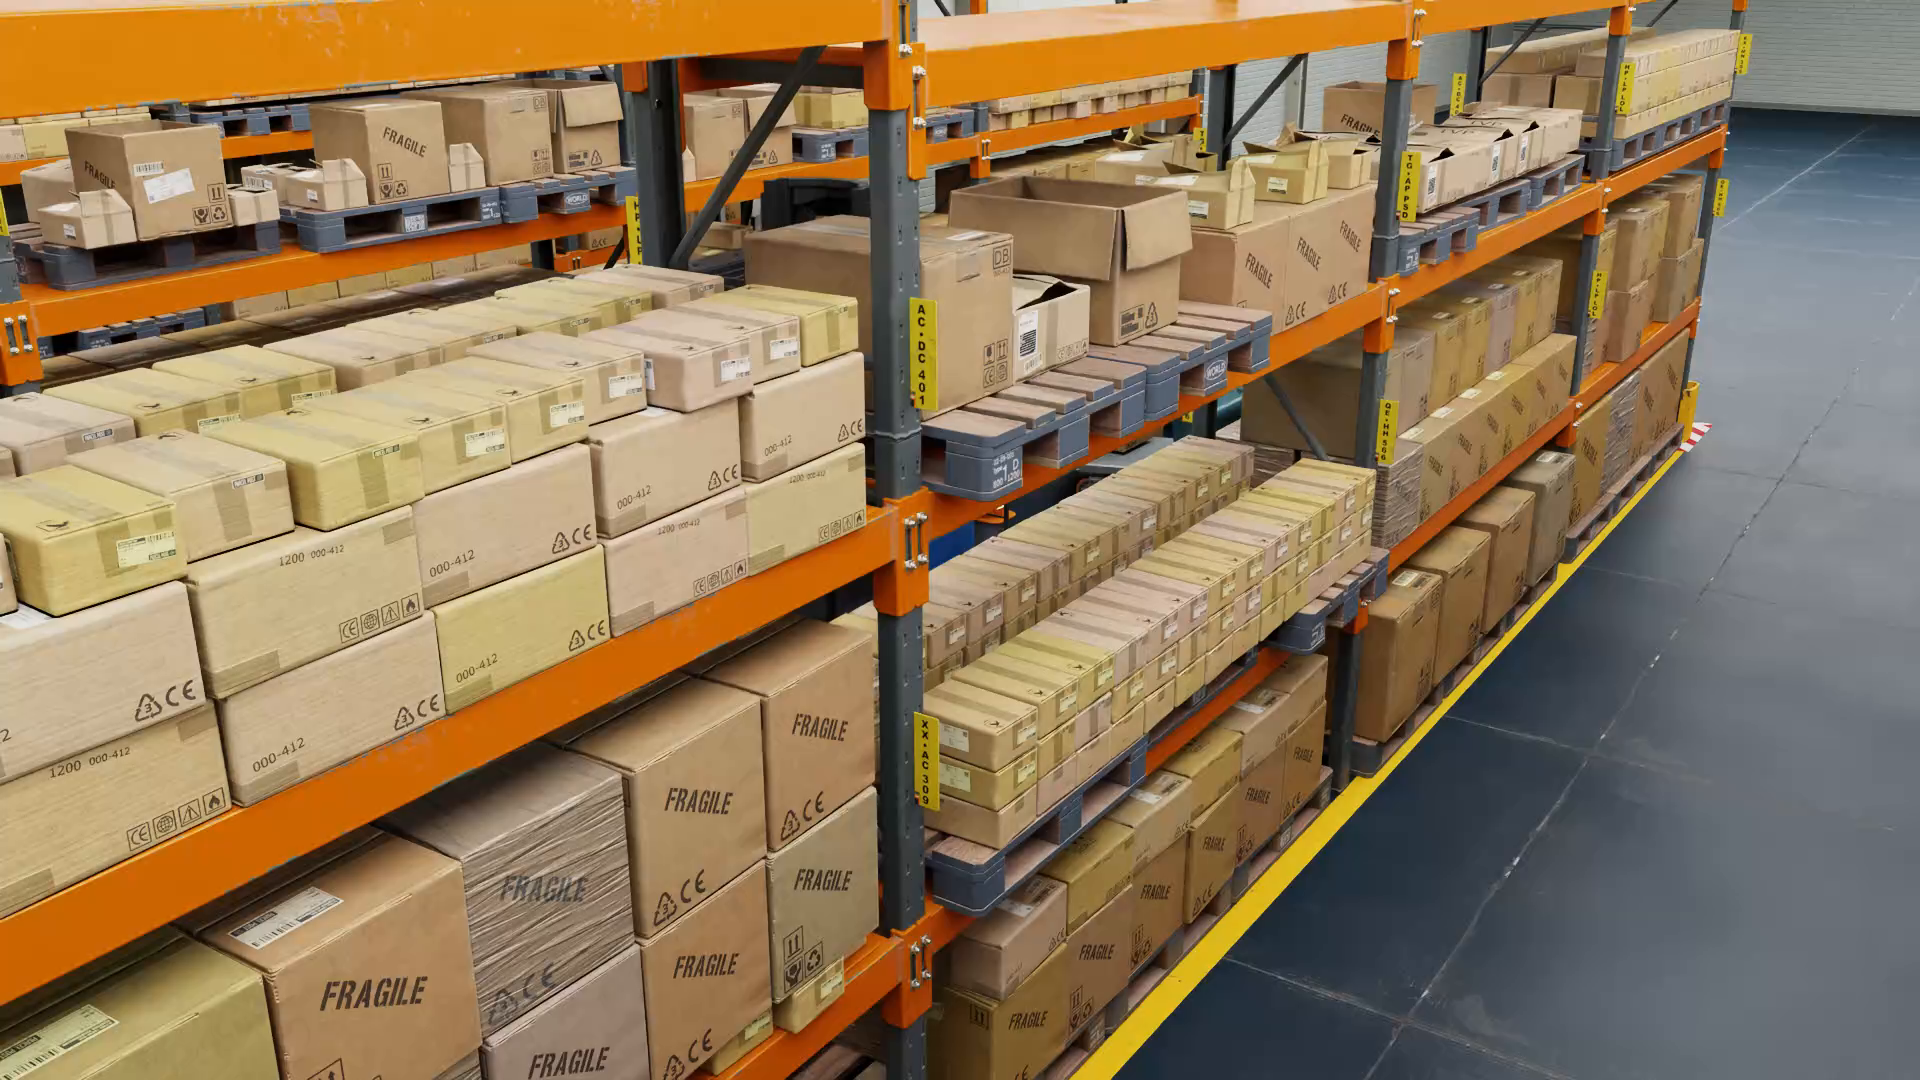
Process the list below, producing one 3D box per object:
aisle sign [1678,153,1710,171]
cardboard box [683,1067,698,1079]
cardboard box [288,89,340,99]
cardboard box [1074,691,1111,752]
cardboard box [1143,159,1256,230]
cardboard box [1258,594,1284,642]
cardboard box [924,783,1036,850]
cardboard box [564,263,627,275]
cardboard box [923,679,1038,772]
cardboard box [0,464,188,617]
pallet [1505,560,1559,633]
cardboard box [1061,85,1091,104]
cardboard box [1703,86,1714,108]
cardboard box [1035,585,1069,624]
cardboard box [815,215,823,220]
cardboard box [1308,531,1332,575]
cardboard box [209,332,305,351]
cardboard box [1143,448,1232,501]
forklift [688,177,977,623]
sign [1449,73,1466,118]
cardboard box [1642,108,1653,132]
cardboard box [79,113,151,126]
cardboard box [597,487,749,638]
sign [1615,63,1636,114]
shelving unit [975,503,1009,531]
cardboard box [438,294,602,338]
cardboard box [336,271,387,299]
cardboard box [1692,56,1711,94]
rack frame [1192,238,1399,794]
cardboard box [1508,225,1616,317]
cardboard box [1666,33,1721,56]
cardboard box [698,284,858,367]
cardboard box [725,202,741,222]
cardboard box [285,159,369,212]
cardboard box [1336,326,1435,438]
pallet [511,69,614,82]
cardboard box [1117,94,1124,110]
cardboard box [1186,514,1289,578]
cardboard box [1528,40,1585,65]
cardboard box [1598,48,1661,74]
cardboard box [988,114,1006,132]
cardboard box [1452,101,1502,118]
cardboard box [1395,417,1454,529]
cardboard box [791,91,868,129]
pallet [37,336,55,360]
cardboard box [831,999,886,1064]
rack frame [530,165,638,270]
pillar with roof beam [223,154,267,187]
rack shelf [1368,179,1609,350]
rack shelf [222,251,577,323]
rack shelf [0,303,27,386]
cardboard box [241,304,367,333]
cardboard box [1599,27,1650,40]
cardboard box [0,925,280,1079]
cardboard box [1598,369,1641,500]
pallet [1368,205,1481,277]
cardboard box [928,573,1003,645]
[{"bbox_3d":[6.472,-3.617,14.472,0.394,0.787,0.004,13,24,32],"label":"aisle sign"},{"bbox_3d":[-0.985,1.474,4.820,0.380,0.149,0.250,13,24,30],"label":"cardboard box"},{"bbox_3d":[-5.762,-4.066,14.216,0.700,0.500,0.500,13,24,31],"label":"cardboard box"},{"bbox_3d":[0.329,0.616,6.103,0.380,0.149,0.250,14,24,33],"label":"cardboard box"},{"bbox_3d":[0.968,-1.413,6.691,0.396,0.266,0.258,13,24,32],"label":"cardboard box"},{"bbox_3d":[1.211,0.305,7.374,0.380,0.149,0.250,12,23,29],"label":"cardboard box"},{"bbox_3d":[0.040,0.905,5.752,0.380,0.149,0.250,12,23,29],"label":"cardboard box"},{"bbox_3d":[-2.438,-1.645,11.710,0.500,0.500,0.500,12,24,30],"label":"cardboard box"},{"bbox_3d":[0.040,0.626,5.649,0.380,0.149,0.250,15,25,35],"label":"cardboard box"},{"bbox_3d":[-1.647,-0.006,3.055,0.380,0.149,0.250,14,25,33],"label":"cardboard box"},{"bbox_3d":[3.564,0.256,11.769,1.003,0.211,1.213,13,24,32],"label":"pallet"},{"bbox_3d":[0.833,-4.064,14.892,0.500,0.250,0.500,14,24,32],"label":"cardboard box"},{"bbox_3d":[5.849,-3.589,13.432,0.380,0.149,0.250,14,24,32],"label":"cardboard box"},{"bbox_3d":[0.237,0.257,7.074,0.380,0.149,0.250,13,24,32],"label":"cardboard box"},{"bbox_3d":[-1.298,-2.514,13.125,0.380,0.149,0.250,15,25,35],"label":"cardboard box"},{"bbox_3d":[1.491,0.024,7.703,0.380,0.149,0.250,14,24,33],"label":"cardboard box"},{"bbox_3d":[-3.680,-0.810,9.045,0.500,0.500,0.500,13,24,31],"label":"cardboard box"},{"bbox_3d":[1.118,-0.326,8.222,0.380,0.149,0.250,13,24,30],"label":"cardboard box"},{"bbox_3d":[-1.085,-0.707,10.452,1.130,2.935,3.031,12,23,30],"label":"forklift"},{"bbox_3d":[3.475,-3.082,11.591,0.100,0.325,0.005,13,24,32],"label":"sign"},{"bbox_3d":[4.706,-3.005,11.854,0.380,0.149,0.250,13,24,32],"label":"cardboard box"},{"bbox_3d":[-6.659,-3.186,12.946,0.500,0.250,0.500,12,24,30],"label":"cardboard box"},{"bbox_3d":[-0.905,0.005,4.319,0.500,0.250,0.500,13,24,32],"label":"cardboard box"},{"bbox_3d":[4.390,-2.982,10.980,0.100,0.325,0.005,13,24,32],"label":"sign"},{"bbox_3d":[0.004,-0.705,12.510,0.431,1.500,0.755,13,24,32],"label":"shelving unit"},{"bbox_3d":[-1.200,-0.560,4.552,0.380,0.149,0.250,13,24,31],"label":"cardboard box"},{"bbox_3d":[-5.549,-2.346,14.998,0.500,0.250,0.500,12,24,30],"label":"cardboard box"},{"bbox_3d":[5.575,-3.673,13.087,0.500,0.250,0.500,13,24,32],"label":"cardboard box"},{"bbox_3d":[1.687,-0.140,8.821,1.000,3.000,0.127,13,24,32],"label":"rack frame"},{"bbox_3d":[4.171,-1.964,11.978,0.875,0.550,0.550,13,24,32],"label":"cardboard box"},{"bbox_3d":[5.845,-3.960,13.287,0.380,0.149,0.250,14,24,33],"label":"cardboard box"},{"bbox_3d":[-0.511,-0.608,4.681,0.380,0.149,0.250,12,23,29],"label":"cardboard box"},{"bbox_3d":[-2.721,-3.899,18.839,0.500,0.500,0.500,13,24,31],"label":"cardboard box"},{"bbox_3d":[-3.396,-1.926,8.912,0.396,0.266,0.258,16,25,36],"label":"cardboard box"},{"bbox_3d":[2.230,-0.928,9.366,0.700,0.500,0.500,13,24,31],"label":"cardboard box"},{"bbox_3d":[-3.865,-4.806,17.239,1.003,0.211,1.213,13,24,32],"label":"pallet"},{"bbox_3d":[1.321,-4.142,15.678,0.380,0.149,0.250,13,24,30],"label":"cardboard box"},{"bbox_3d":[1.213,0.024,7.277,0.380,0.149,0.250,13,24,32],"label":"cardboard box"},{"bbox_3d":[4.446,-3.653,12.456,0.380,0.149,0.250,13,24,32],"label":"cardboard box"},{"bbox_3d":[4.706,-3.379,11.716,0.380,0.149,0.250,13,24,31],"label":"cardboard box"},{"bbox_3d":[0.167,-3.555,14.092,0.380,0.149,0.250,13,24,31],"label":"cardboard box"},{"bbox_3d":[3.389,-2.751,11.000,0.258,0.266,0.396,13,24,31],"label":"cardboard box"},{"bbox_3d":[2.446,-0.410,9.405,0.500,0.500,0.500,13,24,31],"label":"cardboard box"},{"bbox_3d":[-1.000,-3.272,12.573,0.500,0.250,0.500,14,24,33],"label":"cardboard box"},{"bbox_3d":[-7.661,-1.395,12.489,1.003,0.211,1.213,13,24,32],"label":"pallet"},{"bbox_3d":[-0.354,1.721,6.786,0.500,0.500,0.500,13,24,31],"label":"cardboard box"},{"bbox_3d":[-2.464,-1.077,11.352,1.000,3.000,0.127,13,24,32],"label":"rack frame"},{"bbox_3d":[-3.023,-4.568,12.142,9.100,9.000,0.400,13,24,32],"label":"pillar with roof beam"},{"bbox_3d":[2.811,-1.784,9.976,1.077,0.370,4.000,13,24,32],"label":"rack shelf"},{"bbox_3d":[-5.447,-2.280,15.642,1.077,0.370,4.000,13,24,32],"label":"rack shelf"},{"bbox_3d":[-5.837,-0.425,6.303,1.077,0.370,4.000,13,24,32],"label":"rack shelf"},{"bbox_3d":[-3.804,-1.065,9.735,0.500,0.500,0.500,14,24,33],"label":"cardboard box"},{"bbox_3d":[5.591,-4.237,14.036,0.380,0.149,0.250,13,24,32],"label":"cardboard box"},{"bbox_3d":[-1.749,1.132,3.368,0.500,0.500,0.500,13,24,31],"label":"cardboard box"},{"bbox_3d":[4.850,-0.915,13.371,0.875,0.875,0.875,13,24,32],"label":"cardboard box"},{"bbox_3d":[2.005,-1.654,8.860,1.213,0.211,1.003,15,25,34],"label":"pallet"},{"bbox_3d":[-0.053,0.270,6.612,0.380,0.149,0.250,13,24,32],"label":"cardboard box"}]
